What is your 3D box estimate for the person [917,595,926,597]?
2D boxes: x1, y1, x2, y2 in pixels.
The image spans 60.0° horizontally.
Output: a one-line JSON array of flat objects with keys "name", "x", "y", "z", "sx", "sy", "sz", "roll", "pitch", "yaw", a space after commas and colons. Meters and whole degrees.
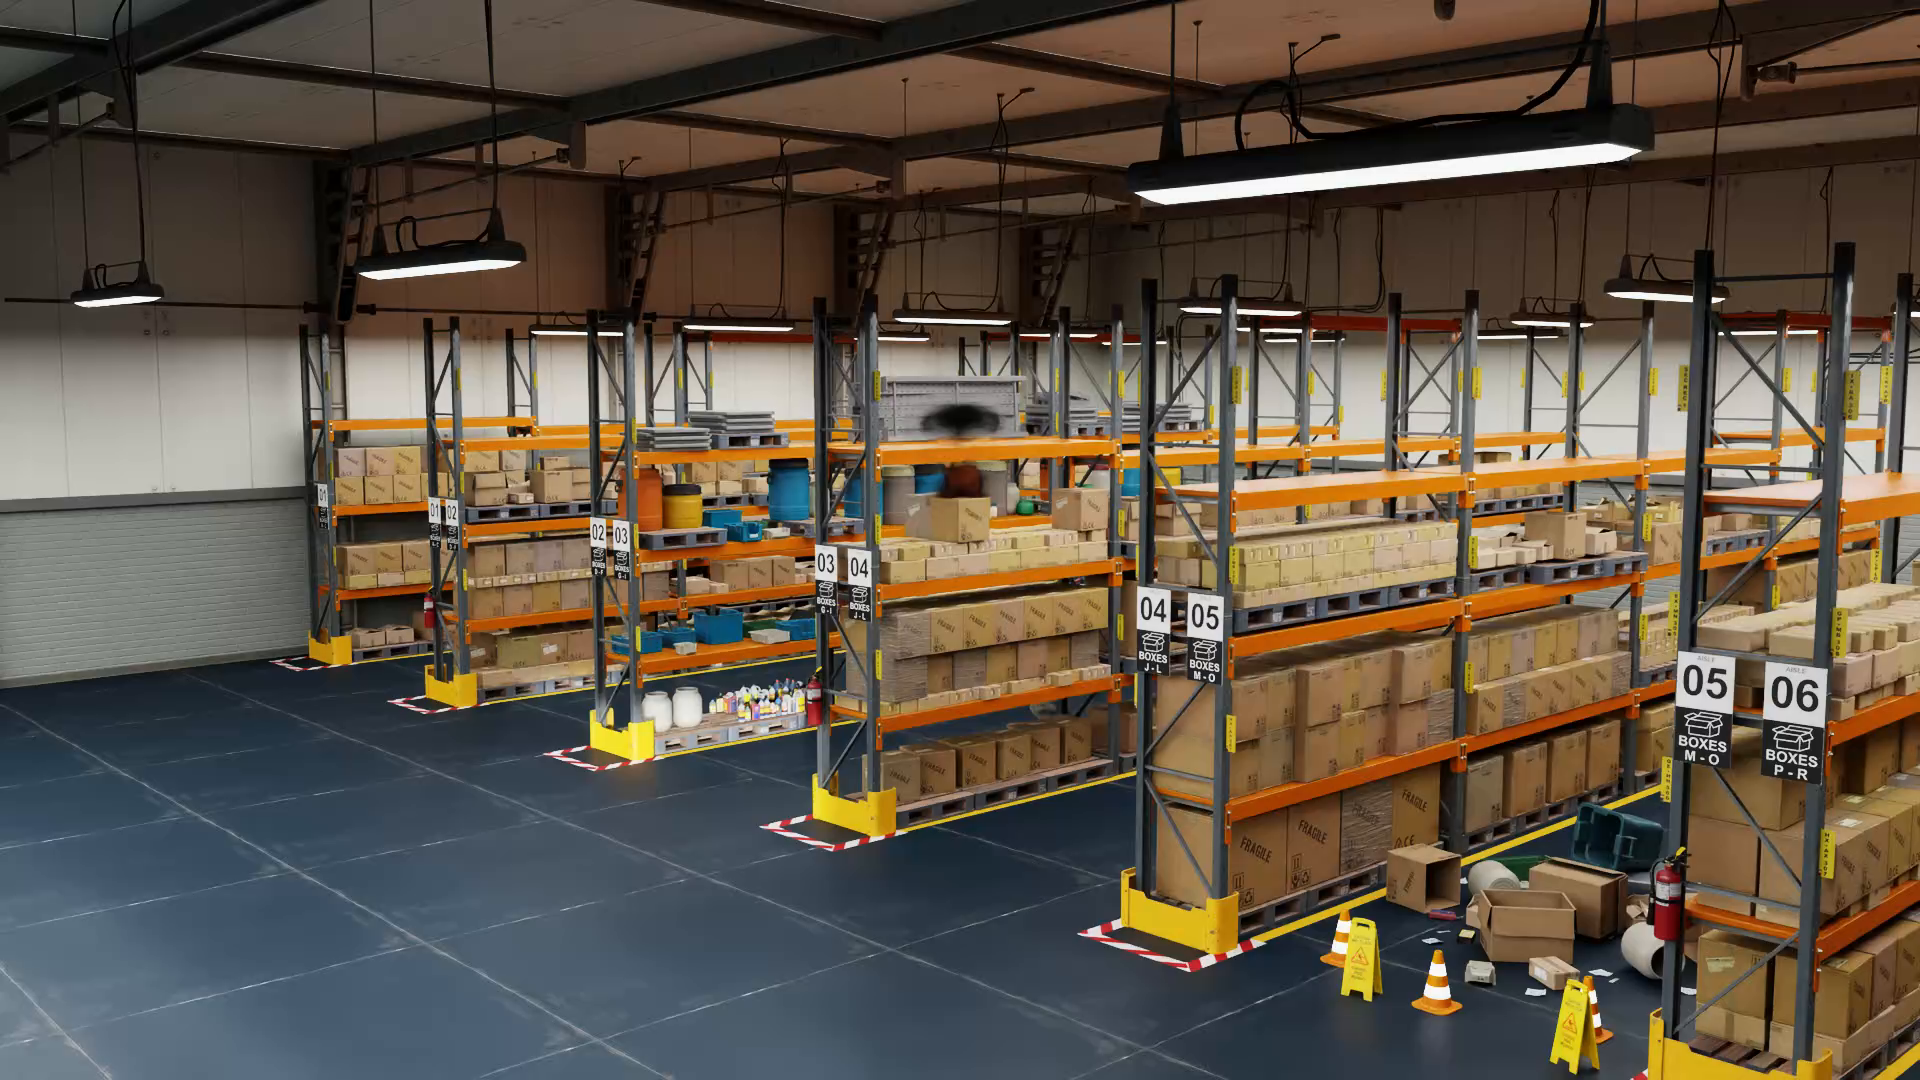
[{"name": "person", "x": -0.862, "y": 1.265, "z": 29.806, "sx": 0.641, "sy": 1.782, "sz": 0.695, "roll": 4, "pitch": 7, "yaw": 32}]

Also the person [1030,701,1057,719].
[{"name": "person", "x": 1.166, "y": 1.951, "z": 23.359, "sx": 0.642, "sy": 1.724, "sz": 0.678, "roll": -5, "pitch": 8, "yaw": -42}]
